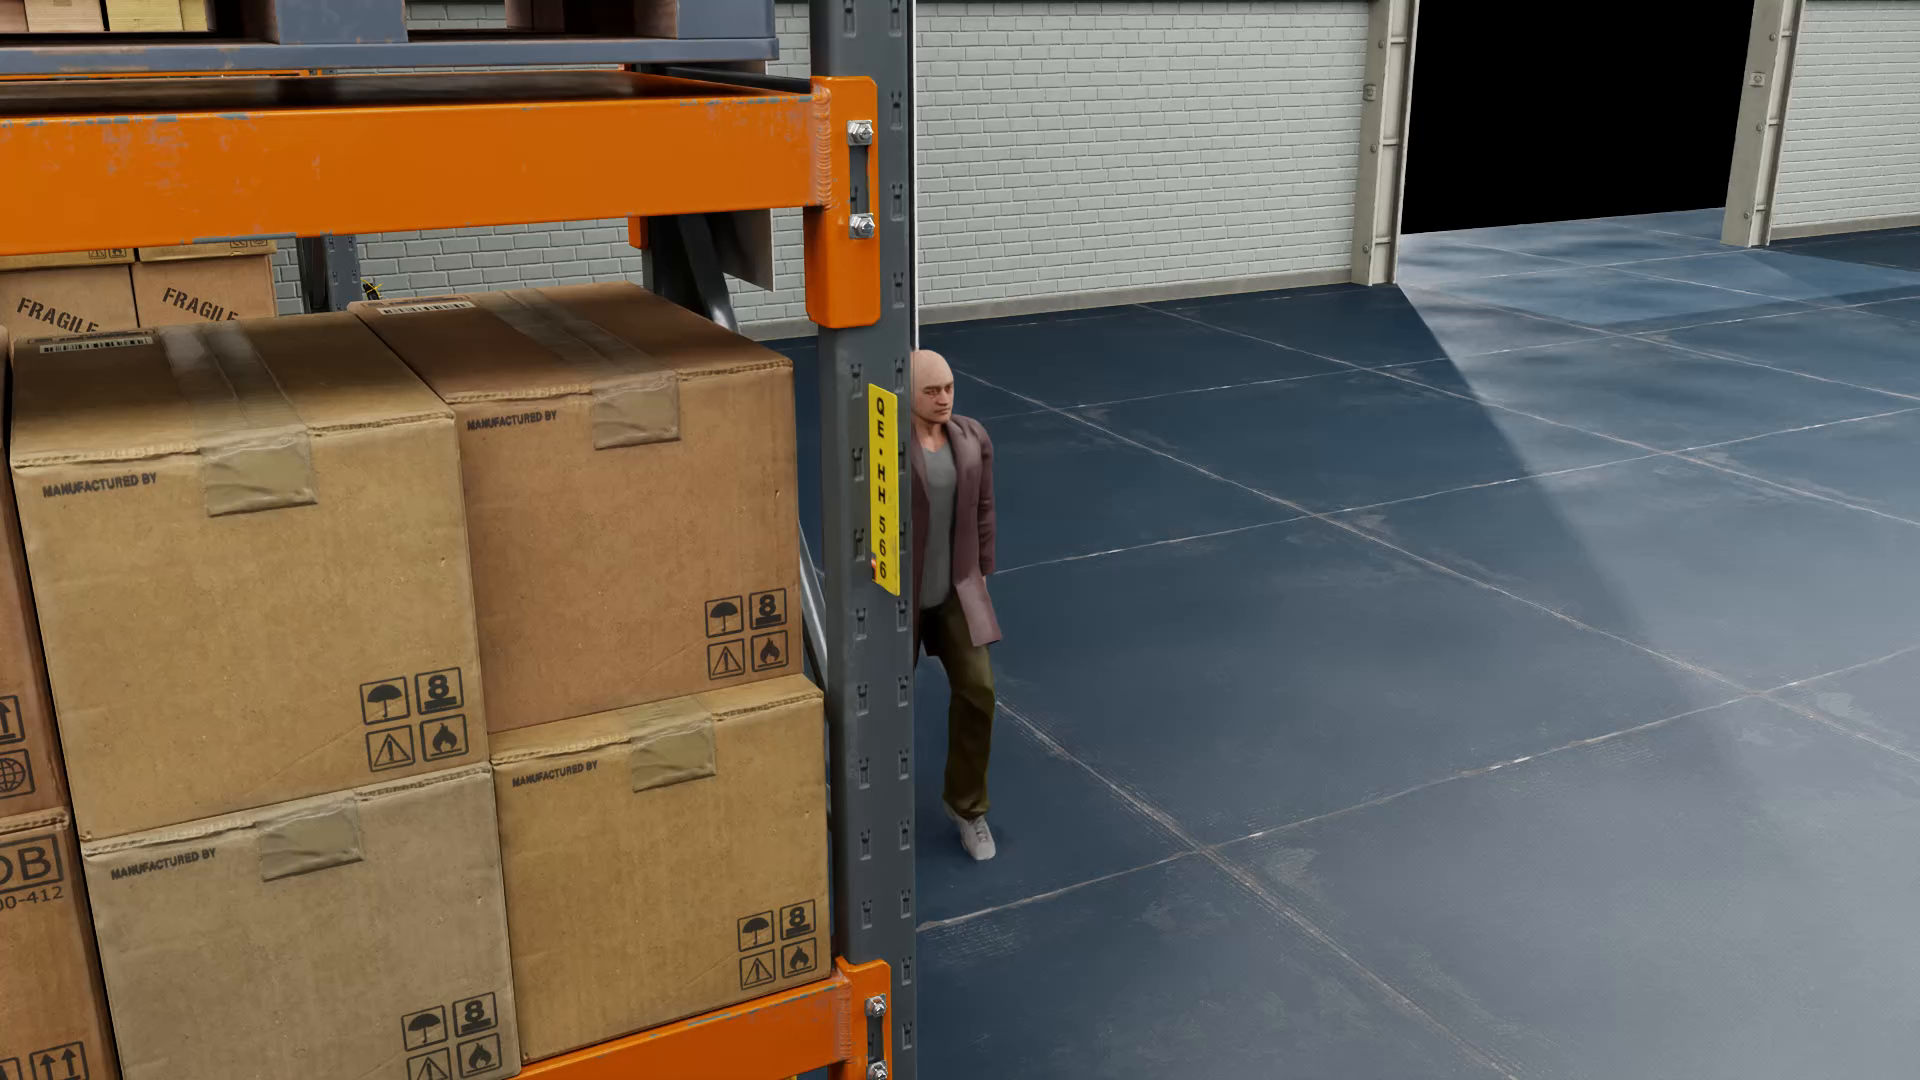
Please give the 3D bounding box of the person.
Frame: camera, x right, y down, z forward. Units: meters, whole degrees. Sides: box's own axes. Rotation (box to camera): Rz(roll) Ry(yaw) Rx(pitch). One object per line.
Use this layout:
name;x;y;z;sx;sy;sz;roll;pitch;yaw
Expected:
person;-0.115;0.224;5.971;0.606;1.845;0.770;-7;19;-20
